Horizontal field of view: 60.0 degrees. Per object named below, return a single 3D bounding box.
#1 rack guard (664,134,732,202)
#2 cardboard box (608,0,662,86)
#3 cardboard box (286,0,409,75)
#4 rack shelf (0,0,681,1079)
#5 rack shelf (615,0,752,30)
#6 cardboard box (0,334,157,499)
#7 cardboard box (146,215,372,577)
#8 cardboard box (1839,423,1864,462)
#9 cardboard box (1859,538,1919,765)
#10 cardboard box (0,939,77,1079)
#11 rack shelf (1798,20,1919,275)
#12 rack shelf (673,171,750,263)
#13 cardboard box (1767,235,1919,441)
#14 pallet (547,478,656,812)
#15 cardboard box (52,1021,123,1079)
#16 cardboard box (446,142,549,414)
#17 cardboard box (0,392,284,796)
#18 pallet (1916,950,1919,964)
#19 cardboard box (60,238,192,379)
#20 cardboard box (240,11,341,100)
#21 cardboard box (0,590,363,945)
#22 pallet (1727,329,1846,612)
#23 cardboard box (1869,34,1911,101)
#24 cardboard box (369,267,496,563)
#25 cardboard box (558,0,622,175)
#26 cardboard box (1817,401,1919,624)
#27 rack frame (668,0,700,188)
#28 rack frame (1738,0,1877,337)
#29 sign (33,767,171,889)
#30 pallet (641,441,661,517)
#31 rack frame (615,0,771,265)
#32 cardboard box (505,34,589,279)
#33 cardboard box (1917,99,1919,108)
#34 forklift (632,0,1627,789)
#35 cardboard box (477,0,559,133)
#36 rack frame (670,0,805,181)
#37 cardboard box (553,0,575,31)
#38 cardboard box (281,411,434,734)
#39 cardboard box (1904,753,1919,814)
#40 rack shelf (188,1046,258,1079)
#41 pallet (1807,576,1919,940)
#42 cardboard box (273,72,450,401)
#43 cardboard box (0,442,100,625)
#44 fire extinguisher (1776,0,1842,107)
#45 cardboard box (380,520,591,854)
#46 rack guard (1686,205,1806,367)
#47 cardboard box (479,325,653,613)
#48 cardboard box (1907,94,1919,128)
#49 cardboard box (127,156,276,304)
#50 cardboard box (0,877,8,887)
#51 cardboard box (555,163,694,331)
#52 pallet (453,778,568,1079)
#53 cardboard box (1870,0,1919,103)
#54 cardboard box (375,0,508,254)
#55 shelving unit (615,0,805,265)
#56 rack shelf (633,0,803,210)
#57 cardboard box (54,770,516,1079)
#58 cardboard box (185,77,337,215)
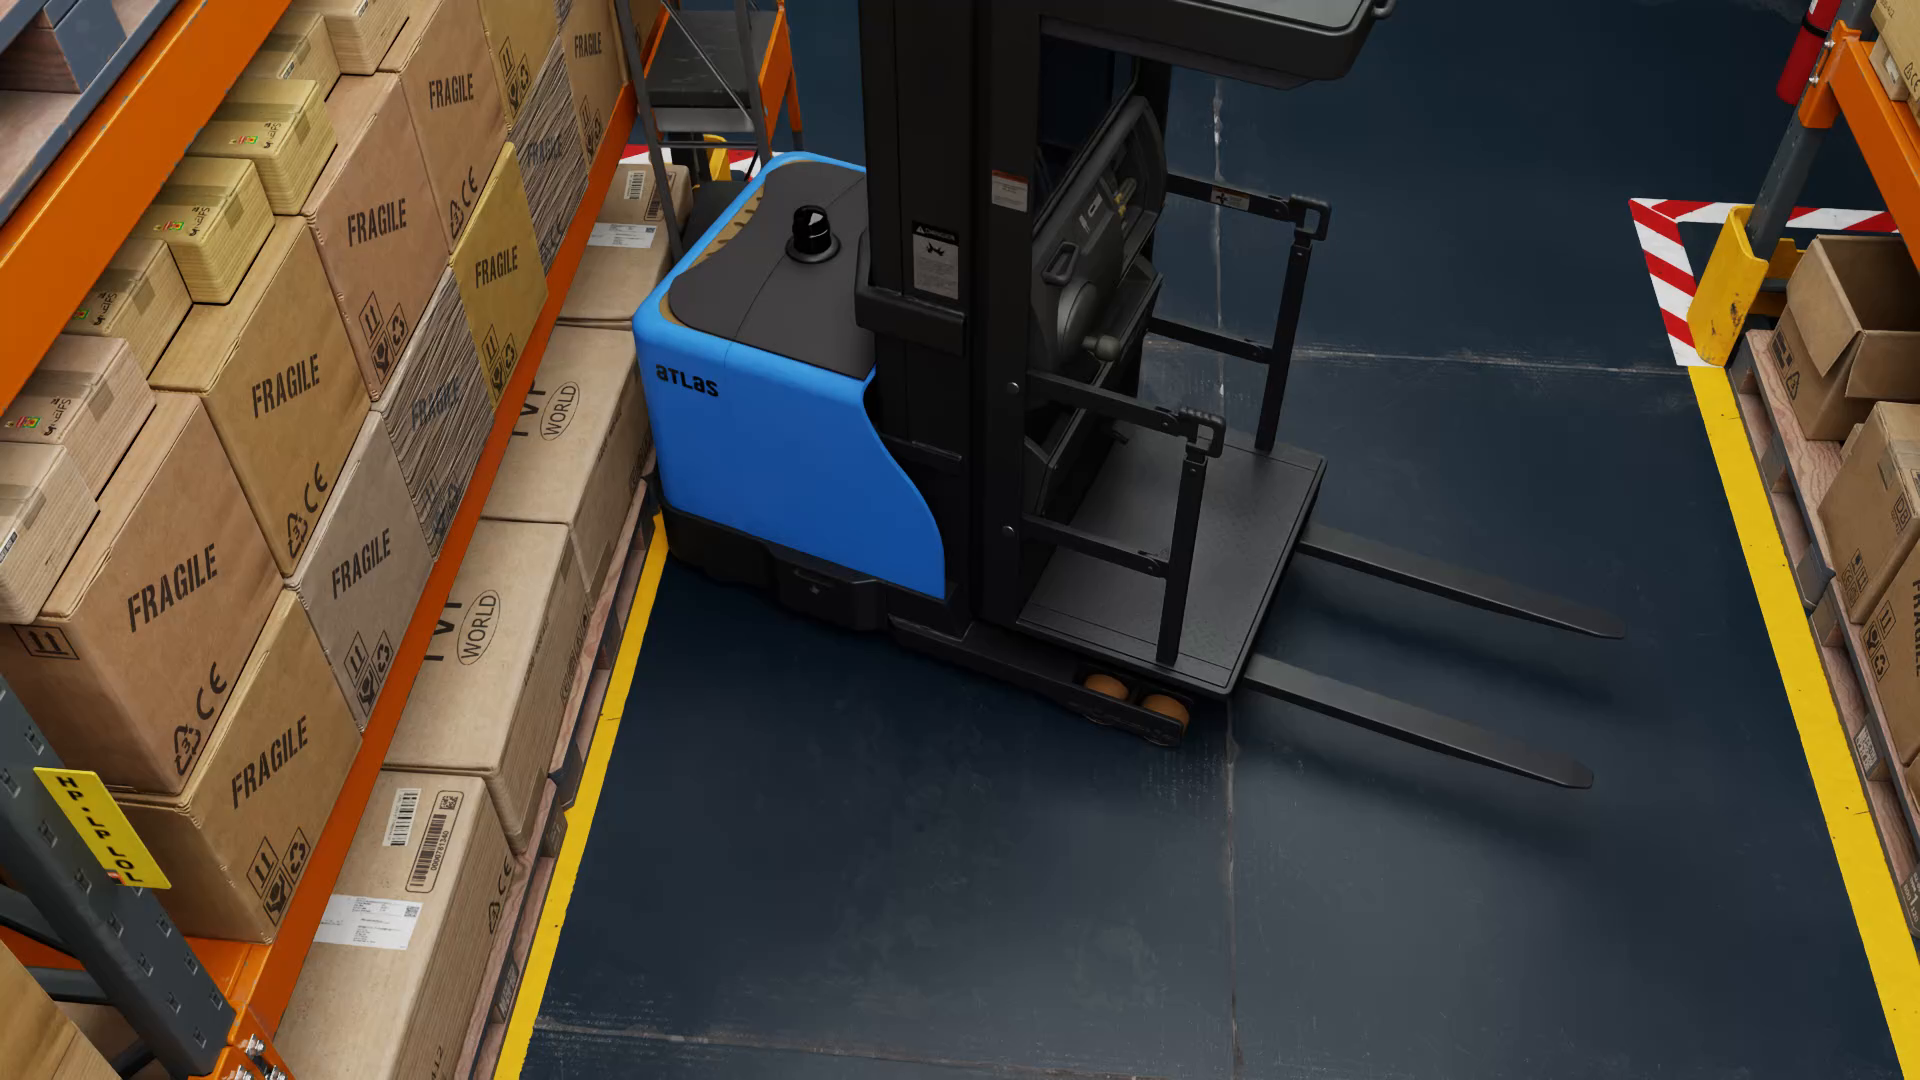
[{"bbox_3d":[-1.500,-1.329,6.626,1.175,0.500,0.348,4,48,4],"label":"rack guard"},{"bbox_3d":[-1.283,-1.816,5.310,0.500,0.500,0.500,4,48,4],"label":"cardboard box"},{"bbox_3d":[-1.422,-1.138,3.573,0.380,0.149,0.250,4,48,4],"label":"cardboard box"},{"bbox_3d":[-1.685,-0.442,4.609,1.077,0.370,4.000,4,48,4],"label":"rack shelf"},{"bbox_3d":[-0.837,-1.926,5.097,0.431,0.518,0.480,2,49,6],"label":"rack shelf"},{"bbox_3d":[-1.573,-0.209,2.724,0.380,0.149,0.250,5,48,4],"label":"cardboard box"},{"bbox_3d":[-1.530,-0.291,3.238,0.500,0.500,0.500,3,48,3],"label":"cardboard box"},{"bbox_3d":[3.213,-0.250,5.594,0.380,0.149,0.250,2,48,2],"label":"cardboard box"},{"bbox_3d":[3.026,0.329,4.826,0.500,0.500,0.500,5,48,4],"label":"cardboard box"},{"bbox_3d":[-1.658,0.759,2.278,0.500,0.500,0.500,5,48,5],"label":"cardboard box"},{"bbox_3d":[3.258,-0.111,4.306,1.077,0.370,4.000,4,48,4],"label":"rack shelf"},{"bbox_3d":[-0.767,-1.004,6.147,0.431,0.518,0.480,2,49,6],"label":"rack shelf"},{"bbox_3d":[3.291,-0.680,5.746,0.797,0.503,0.637,2,48,2],"label":"cardboard box"},{"bbox_3d":[-1.611,0.274,5.357,1.003,0.211,1.213,4,48,4],"label":"pallet"},{"bbox_3d":[-1.665,1.007,2.559,0.500,0.250,0.500,4,48,3],"label":"cardboard box"},{"bbox_3d":[-1.415,-0.689,4.280,0.500,0.500,0.500,5,48,5],"label":"cardboard box"},{"bbox_3d":[-1.583,0.080,2.899,0.500,0.500,0.500,4,48,4],"label":"cardboard box"},{"bbox_3d":[3.140,1.552,4.187,1.003,0.211,1.213,4,48,4],"label":"pallet"},{"bbox_3d":[-1.591,-0.400,2.898,0.380,0.149,0.250,3,48,3],"label":"cardboard box"},{"bbox_3d":[-1.513,-0.962,3.412,0.380,0.149,0.250,4,48,3],"label":"cardboard box"},{"bbox_3d":[-1.564,0.424,3.262,0.500,0.500,0.500,5,48,5],"label":"cardboard box"},{"bbox_3d":[3.362,-0.240,5.827,1.003,0.211,1.213,4,48,4],"label":"pallet"},{"bbox_3d":[3.138,-1.516,5.274,0.380,0.149,0.250,4,48,3],"label":"cardboard box"},{"bbox_3d":[-1.462,-0.311,3.934,0.500,0.500,0.500,4,48,4],"label":"cardboard box"},{"bbox_3d":[-1.344,-1.448,4.974,0.500,0.500,0.500,3,48,3],"label":"cardboard box"},{"bbox_3d":[3.174,-0.053,5.175,0.700,0.500,0.500,6,48,5],"label":"cardboard box"},{"bbox_3d":[-1.503,-2.154,5.688,1.000,3.000,0.127,4,48,4],"label":"rack frame"},{"bbox_3d":[3.441,-1.823,5.385,1.000,3.000,0.127,4,48,4],"label":"rack frame"},{"bbox_3d":[-1.326,0.450,2.575,0.100,0.325,0.005,4,48,4],"label":"sign"},{"bbox_3d":[-1.498,-0.621,6.175,1.003,0.211,1.213,4,48,4],"label":"pallet"},{"bbox_3d":[-0.825,-1.291,5.452,0.400,2.100,0.015,2,49,6],"label":"rack frame"},{"bbox_3d":[-1.381,-1.070,4.628,0.500,0.500,0.500,5,48,5],"label":"cardboard box"},{"bbox_3d":[3.085,-1.187,4.703,0.500,0.250,0.500,4,48,4],"label":"cardboard box"},{"bbox_3d":[0.571,-0.802,4.497,3.031,2.935,1.130,18,50,16],"label":"forklift"},{"bbox_3d":[-1.376,-1.406,4.258,0.500,0.500,0.500,4,48,3],"label":"cardboard box"},{"bbox_3d":[-0.781,-1.657,5.771,0.400,2.100,0.015,2,49,6],"label":"rack frame"},{"bbox_3d":[-1.328,-1.769,4.590,0.500,0.500,0.500,4,48,4],"label":"cardboard box"},{"bbox_3d":[-1.514,0.054,3.600,0.500,0.500,0.500,4,48,4],"label":"cardboard box"},{"bbox_3d":[3.079,0.710,4.477,0.700,0.500,0.500,2,48,2],"label":"cardboard box"},{"bbox_3d":[-2.049,2.497,1.921,1.077,0.370,4.000,4,48,4],"label":"rack shelf"},{"bbox_3d":[3.248,0.654,5.009,1.003,0.211,1.213,4,48,4],"label":"pallet"},{"bbox_3d":[-1.472,-0.666,3.581,0.500,0.500,0.500,5,48,4],"label":"cardboard box"},{"bbox_3d":[-1.580,-0.020,2.550,0.380,0.149,0.250,3,48,3],"label":"cardboard box"},{"bbox_3d":[2.994,-1.811,5.678,0.296,0.674,0.183,4,48,4],"label":"fire extinguisher"},{"bbox_3d":[-1.622,0.396,4.807,0.875,0.438,0.875,3,48,2],"label":"cardboard box"},{"bbox_3d":[3.434,-0.924,6.256,1.175,0.500,0.348,4,48,4],"label":"rack guard"},{"bbox_3d":[-1.538,-0.267,5.413,0.875,0.438,0.875,5,48,5],"label":"cardboard box"},{"bbox_3d":[3.160,-1.326,5.100,0.380,0.149,0.250,5,48,4],"label":"cardboard box"},{"bbox_3d":[-1.508,-0.578,3.061,0.380,0.149,0.250,4,48,3],"label":"cardboard box"},{"bbox_3d":[-2.079,0.393,3.290,0.500,0.500,0.500,4,48,4],"label":"cardboard box"},{"bbox_3d":[-1.463,-0.940,6.029,0.875,0.438,0.875,2,48,2],"label":"cardboard box"},{"bbox_3d":[-1.720,1.172,4.535,1.003,0.211,1.213,4,48,4],"label":"pallet"},{"bbox_3d":[3.131,-1.558,5.042,0.500,0.250,0.500,4,48,4],"label":"cardboard box"},{"bbox_3d":[-1.424,-1.037,3.920,0.500,0.500,0.500,4,48,3],"label":"cardboard box"},{"bbox_3d":[-0.803,-1.474,5.612,0.431,2.100,0.503,2,49,6],"label":"shelving unit"},{"bbox_3d":[-0.802,-1.465,5.622,0.431,0.518,0.480,2,49,6],"label":"rack shelf"},{"bbox_3d":[-1.703,1.054,4.205,0.875,0.438,0.875,3,48,3],"label":"cardboard box"},{"bbox_3d":[-1.455,-0.772,3.238,0.380,0.149,0.250,3,48,2],"label":"cardboard box"}]
